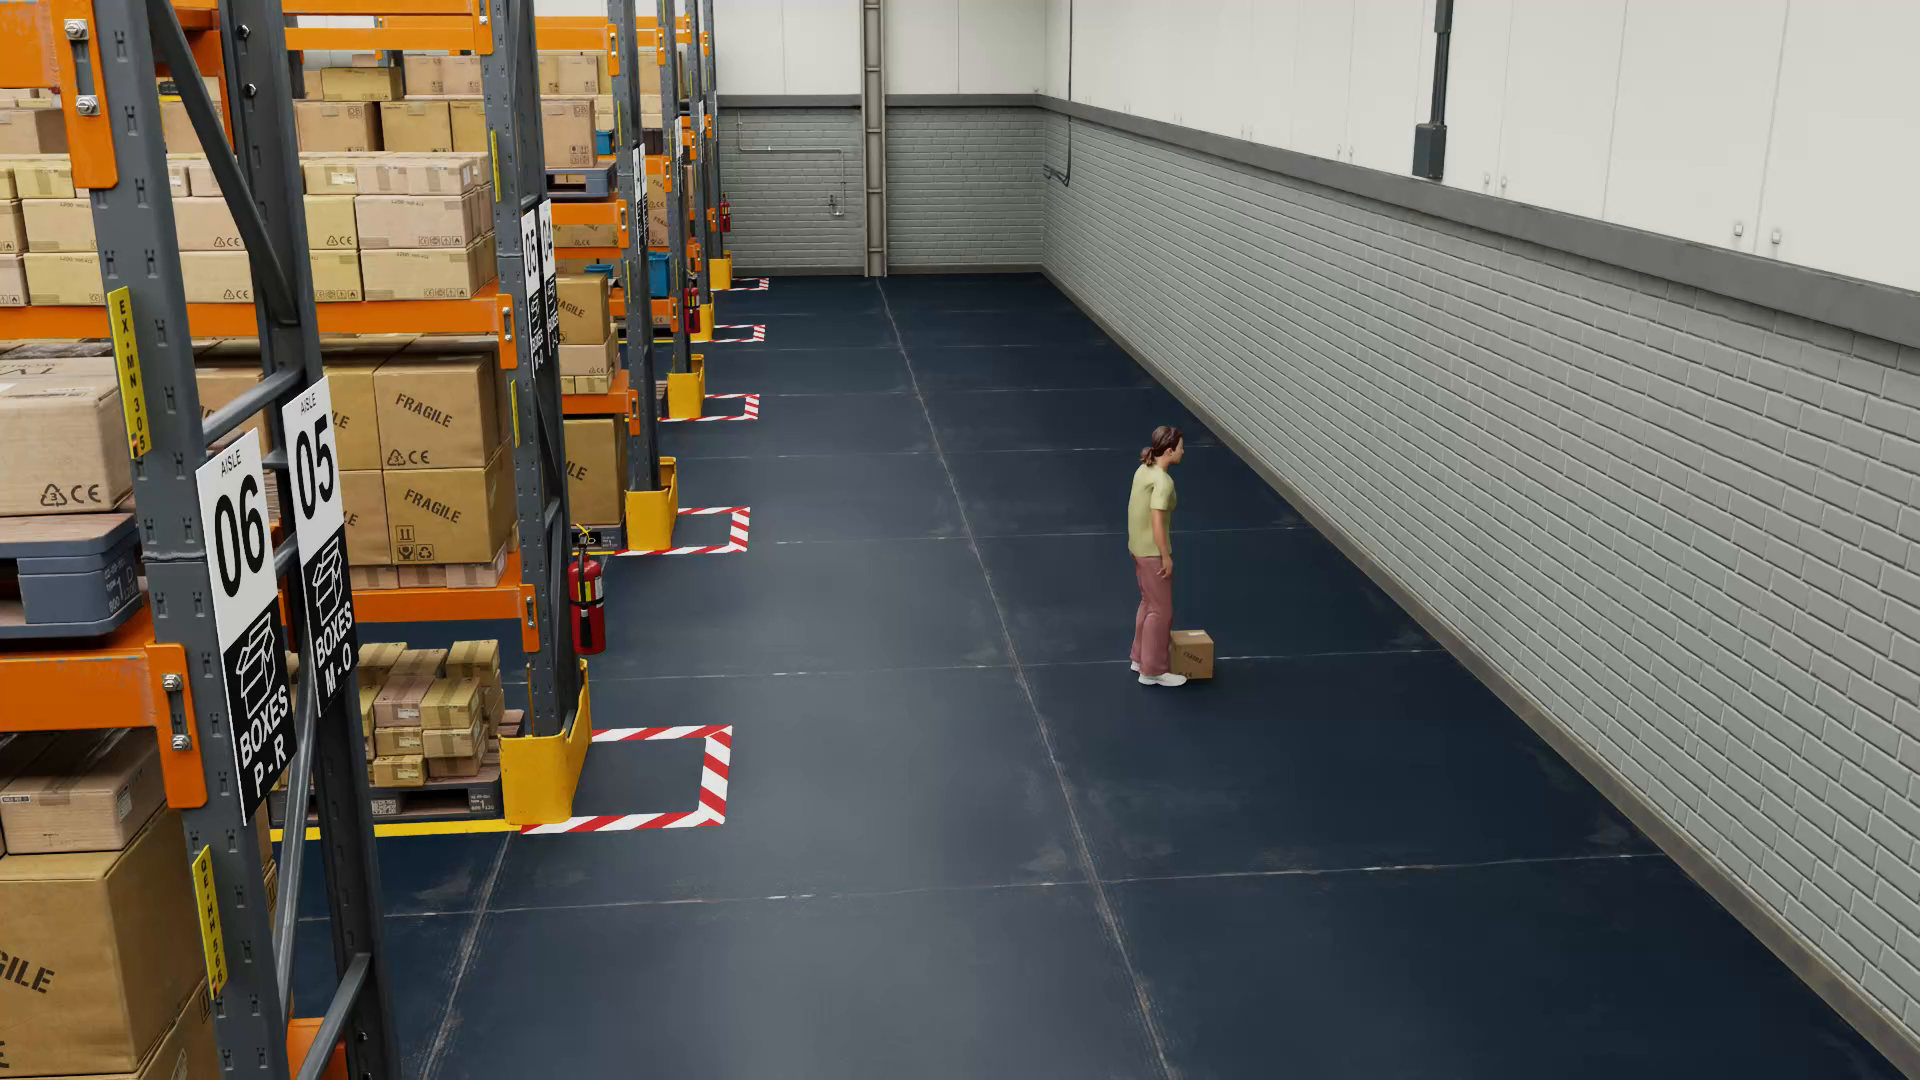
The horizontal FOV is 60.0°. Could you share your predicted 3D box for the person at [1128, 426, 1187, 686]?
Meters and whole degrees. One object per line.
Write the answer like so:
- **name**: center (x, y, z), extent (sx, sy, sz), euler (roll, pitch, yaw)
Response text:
- **person**: center (1.275, 0.085, 10.765), extent (0.363, 1.672, 0.521), euler (-3, 17, -9)
